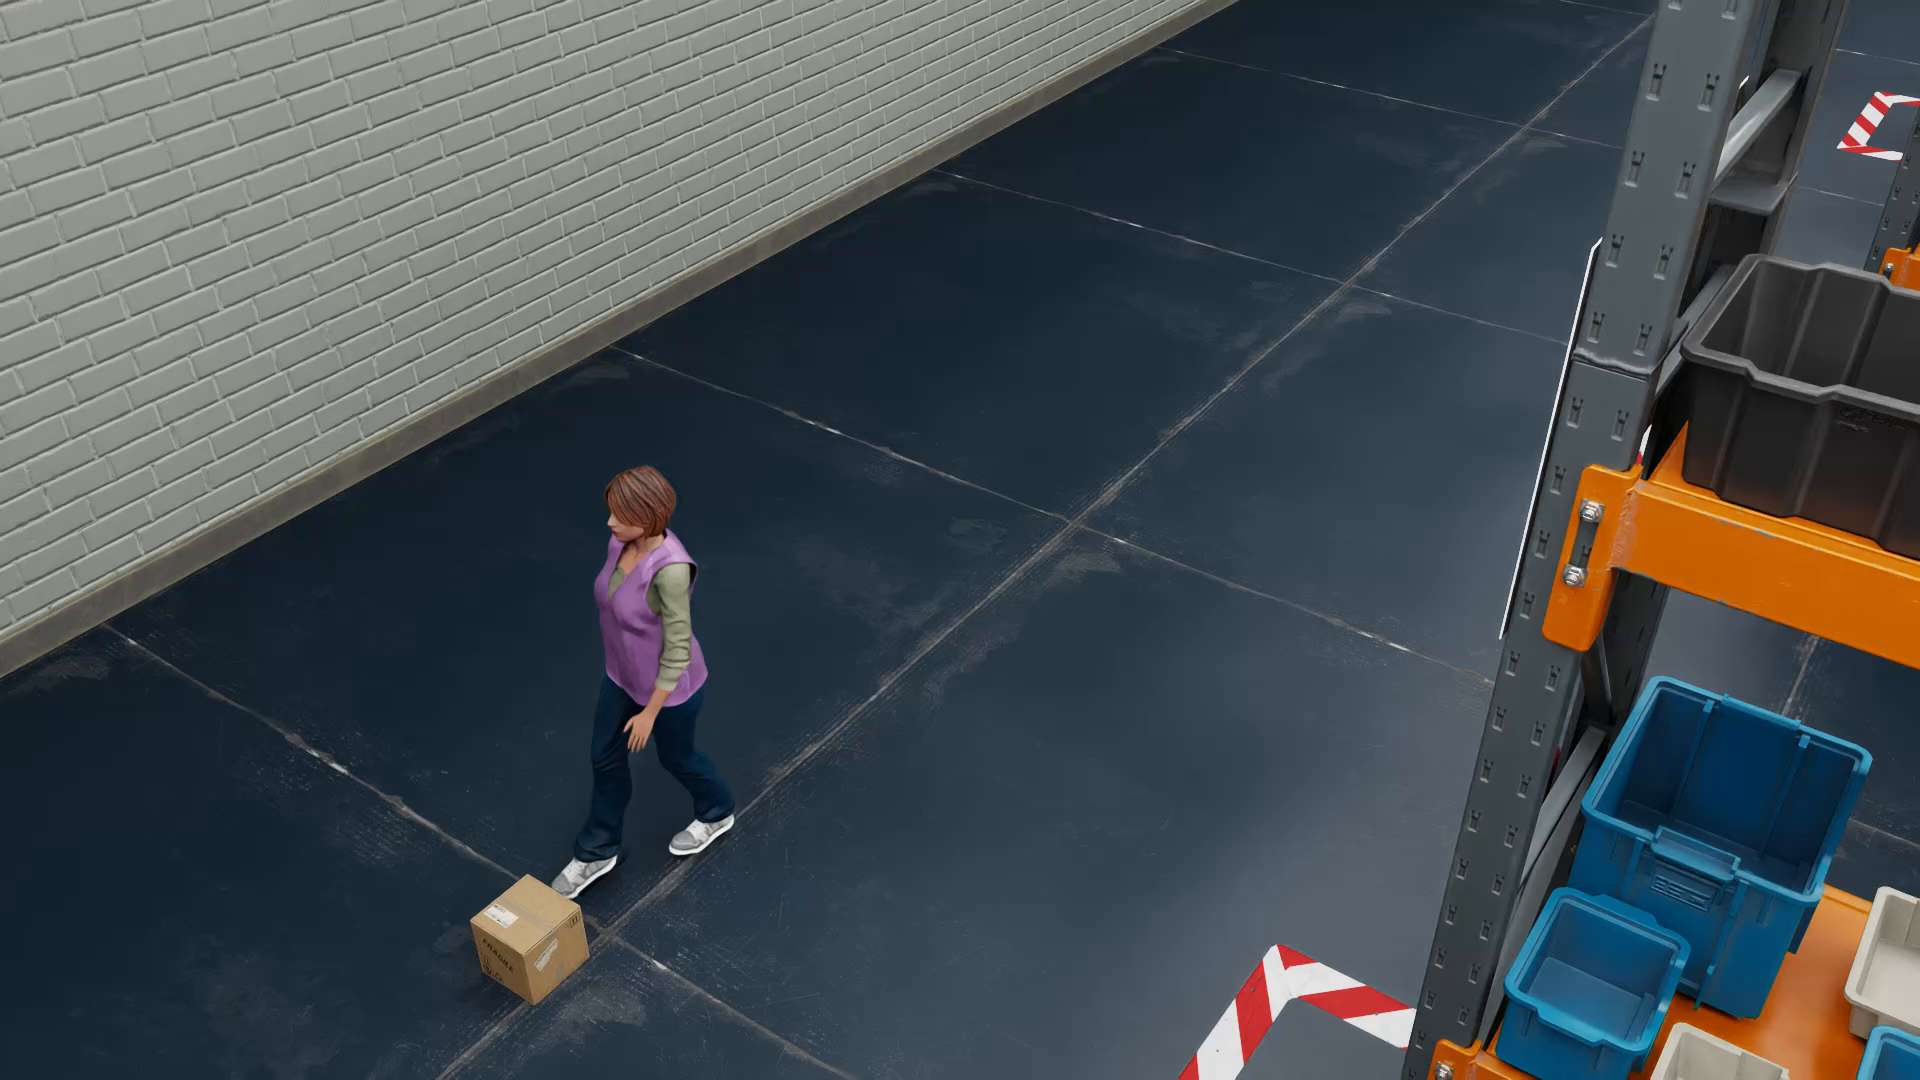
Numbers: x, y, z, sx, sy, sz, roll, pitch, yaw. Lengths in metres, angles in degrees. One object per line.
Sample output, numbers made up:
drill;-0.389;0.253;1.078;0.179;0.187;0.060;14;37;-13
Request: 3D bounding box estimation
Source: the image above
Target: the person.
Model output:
person;-1.083;0.504;5.419;0.722;1.579;0.470;-29;44;-35
